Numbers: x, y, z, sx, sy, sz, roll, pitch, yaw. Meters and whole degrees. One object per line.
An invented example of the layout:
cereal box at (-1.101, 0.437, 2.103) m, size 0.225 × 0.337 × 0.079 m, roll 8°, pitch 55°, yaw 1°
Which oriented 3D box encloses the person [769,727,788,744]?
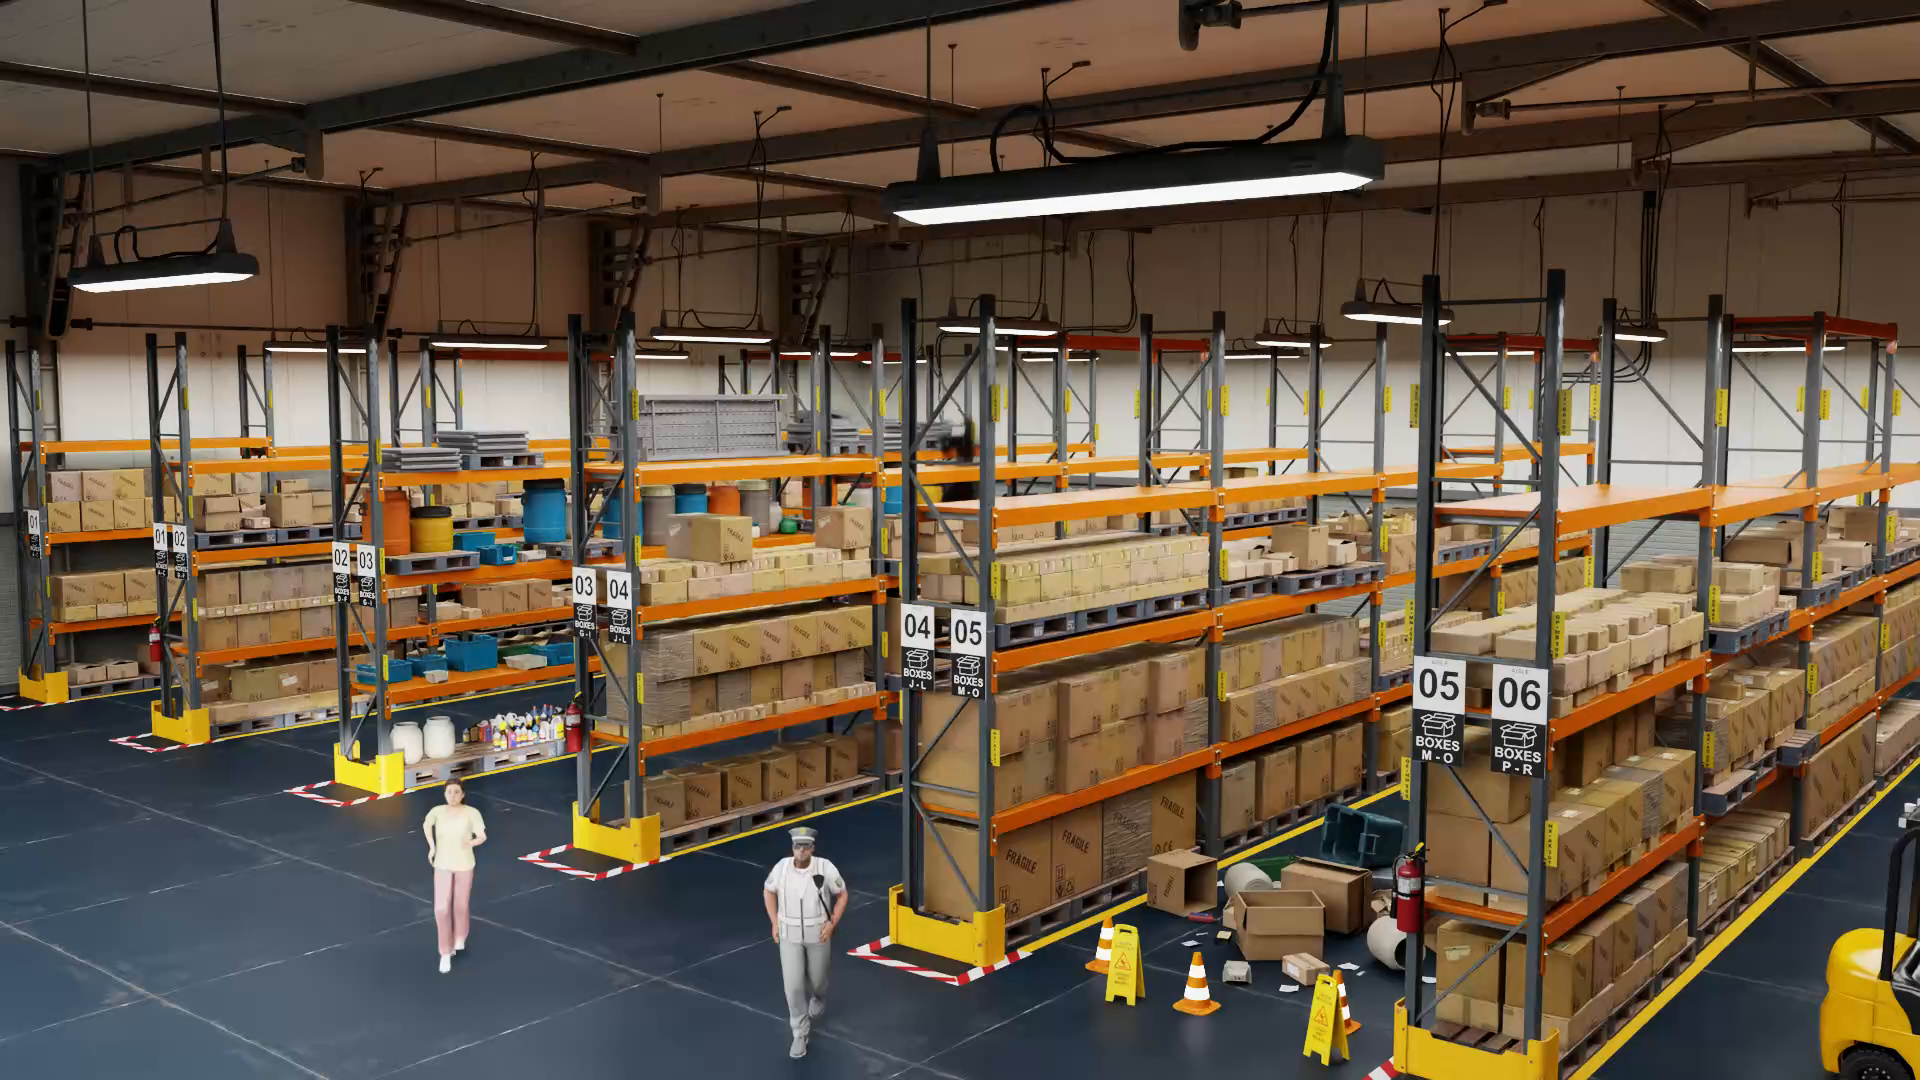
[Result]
person at (-2.556, 2.231, 23.530) m, size 0.558 × 1.657 × 0.559 m, roll 2°, pitch 6°, yaw 23°

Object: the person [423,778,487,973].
person at (-4.554, 2.991, 15.015) m, size 0.558 × 1.723 × 0.733 m, roll -1°, pitch 5°, yaw -14°

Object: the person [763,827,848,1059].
person at (-1.227, 3.118, 13.211) m, size 0.680 × 1.766 × 0.791 m, roll 0°, pitch 5°, yaw -2°
